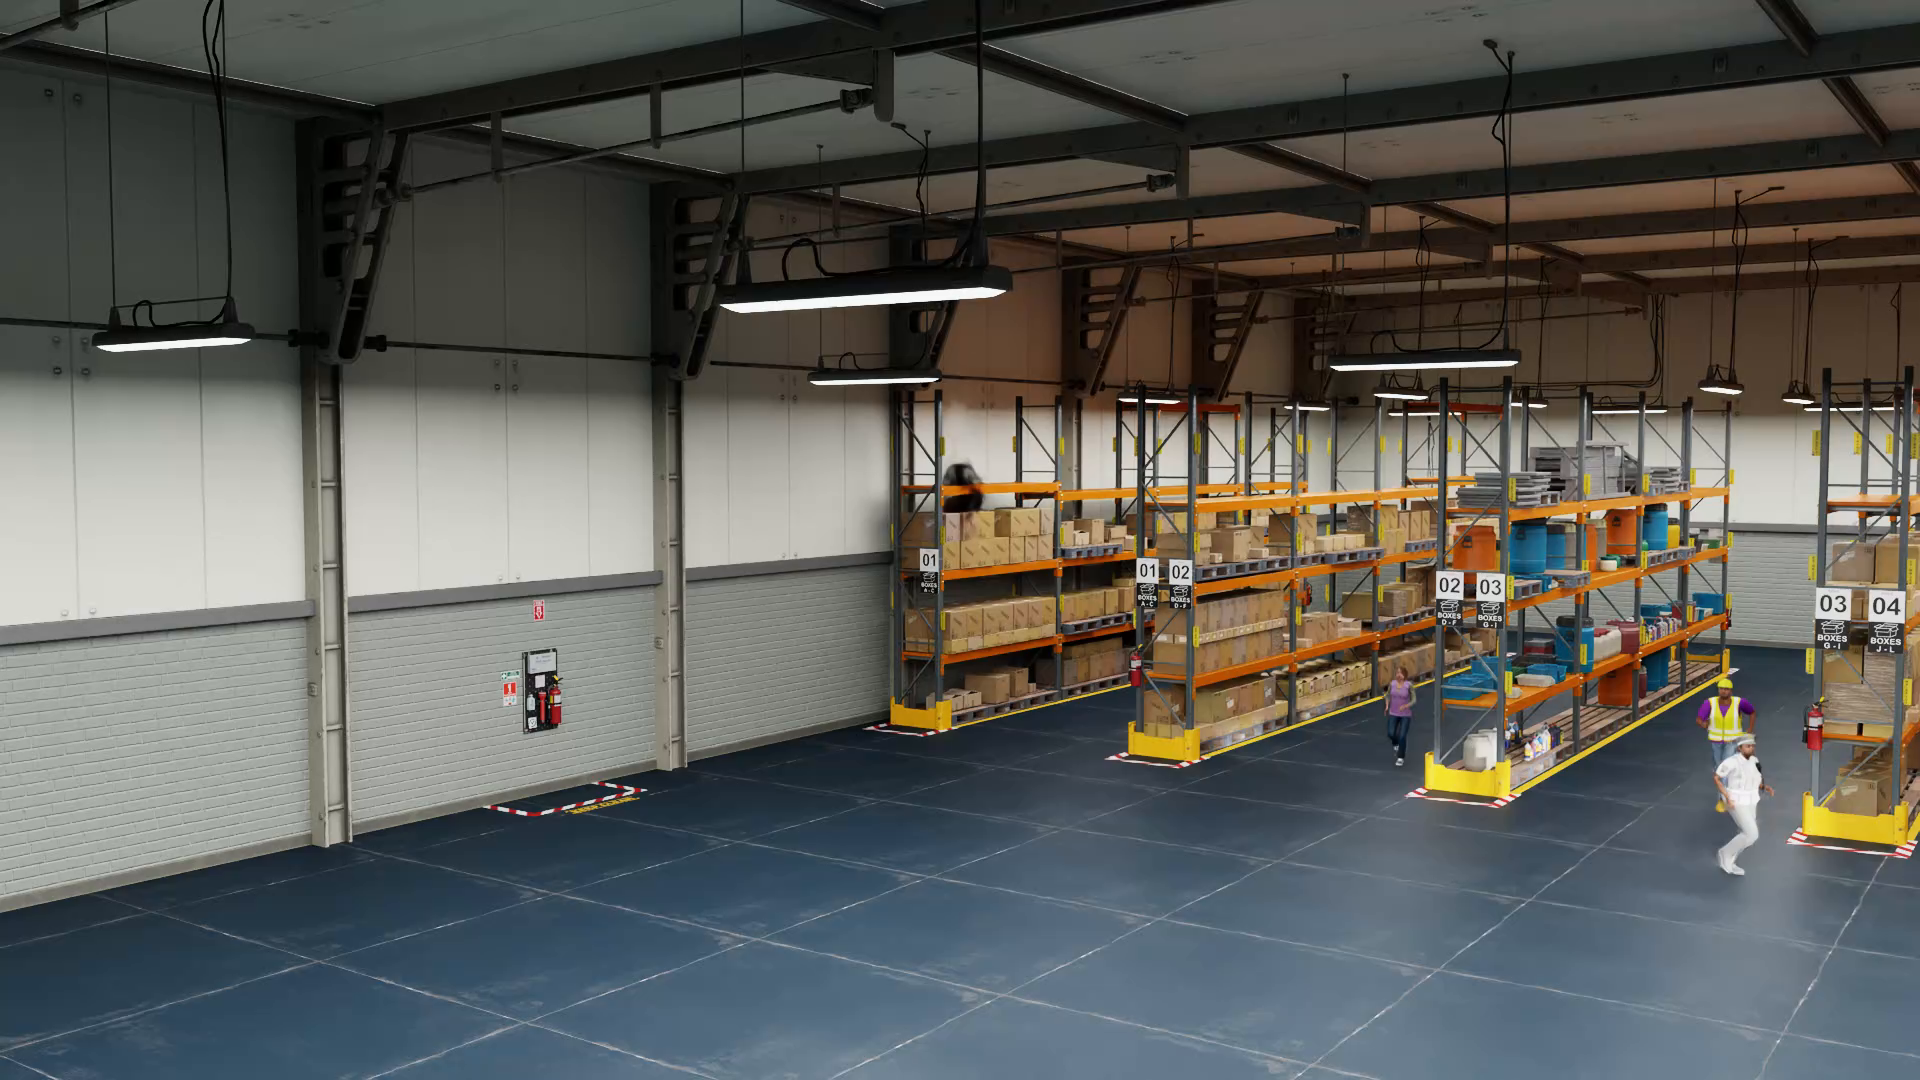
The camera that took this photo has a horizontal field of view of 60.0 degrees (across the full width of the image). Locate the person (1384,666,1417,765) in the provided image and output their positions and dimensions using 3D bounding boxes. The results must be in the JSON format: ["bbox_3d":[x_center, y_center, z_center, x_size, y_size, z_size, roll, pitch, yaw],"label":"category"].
[{"bbox_3d":[6.888,2.759,26.083,0.531,1.557,0.539,2,4,29],"label":"person"}]

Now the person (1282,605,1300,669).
[{"bbox_3d":[6.963,2.208,35.183,0.643,1.672,0.738,3,4,40],"label":"person"}]

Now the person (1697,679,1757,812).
[{"bbox_3d":[10.652,2.816,23.161,0.730,1.788,0.994,2,4,34],"label":"person"}]

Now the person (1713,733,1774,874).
[{"bbox_3d":[9.158,3.075,19.362,0.559,1.662,0.591,-2,4,-26],"label":"person"}]
